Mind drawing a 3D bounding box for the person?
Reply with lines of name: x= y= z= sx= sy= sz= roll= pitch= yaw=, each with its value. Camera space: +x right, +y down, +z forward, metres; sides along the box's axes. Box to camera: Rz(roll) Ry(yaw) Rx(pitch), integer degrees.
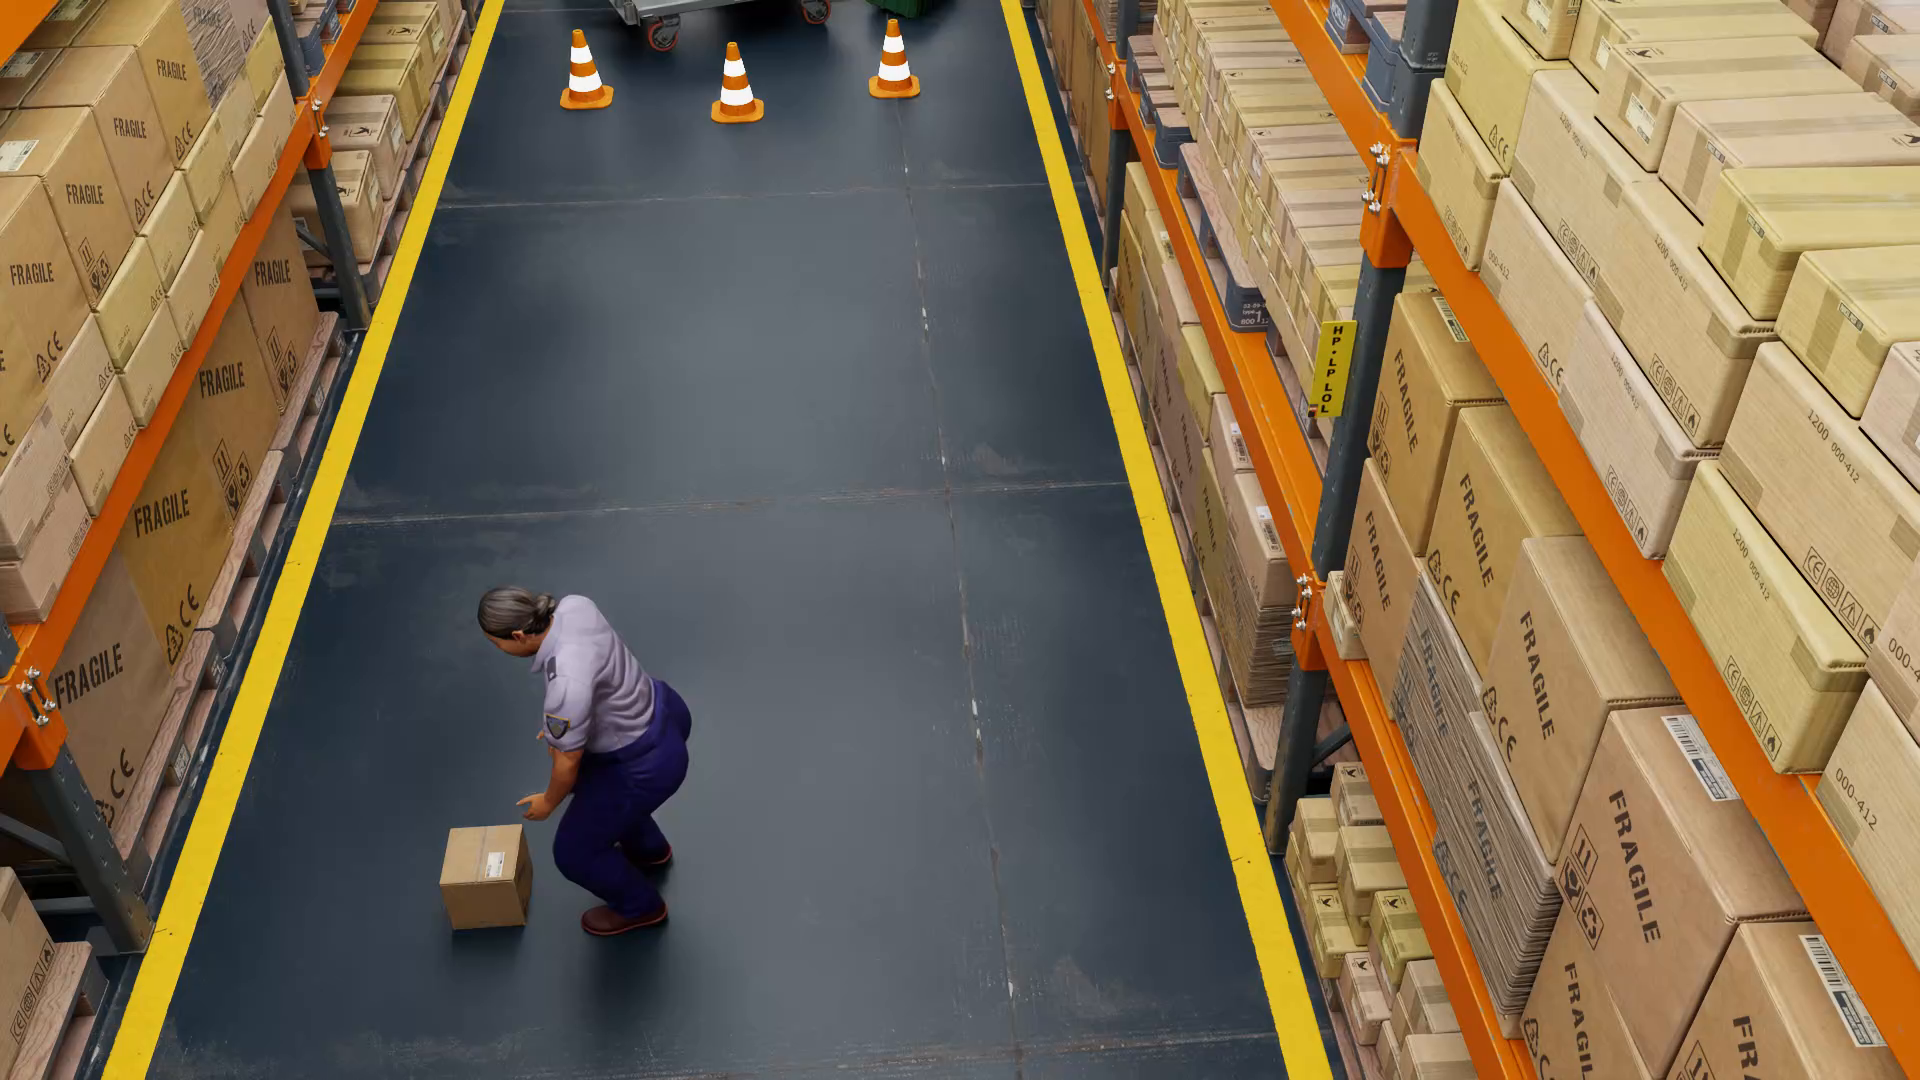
person: x=-1.172 y=0.708 z=5.455 sx=0.572 sy=1.469 sz=0.528 roll=-3 pitch=39 yaw=-3
